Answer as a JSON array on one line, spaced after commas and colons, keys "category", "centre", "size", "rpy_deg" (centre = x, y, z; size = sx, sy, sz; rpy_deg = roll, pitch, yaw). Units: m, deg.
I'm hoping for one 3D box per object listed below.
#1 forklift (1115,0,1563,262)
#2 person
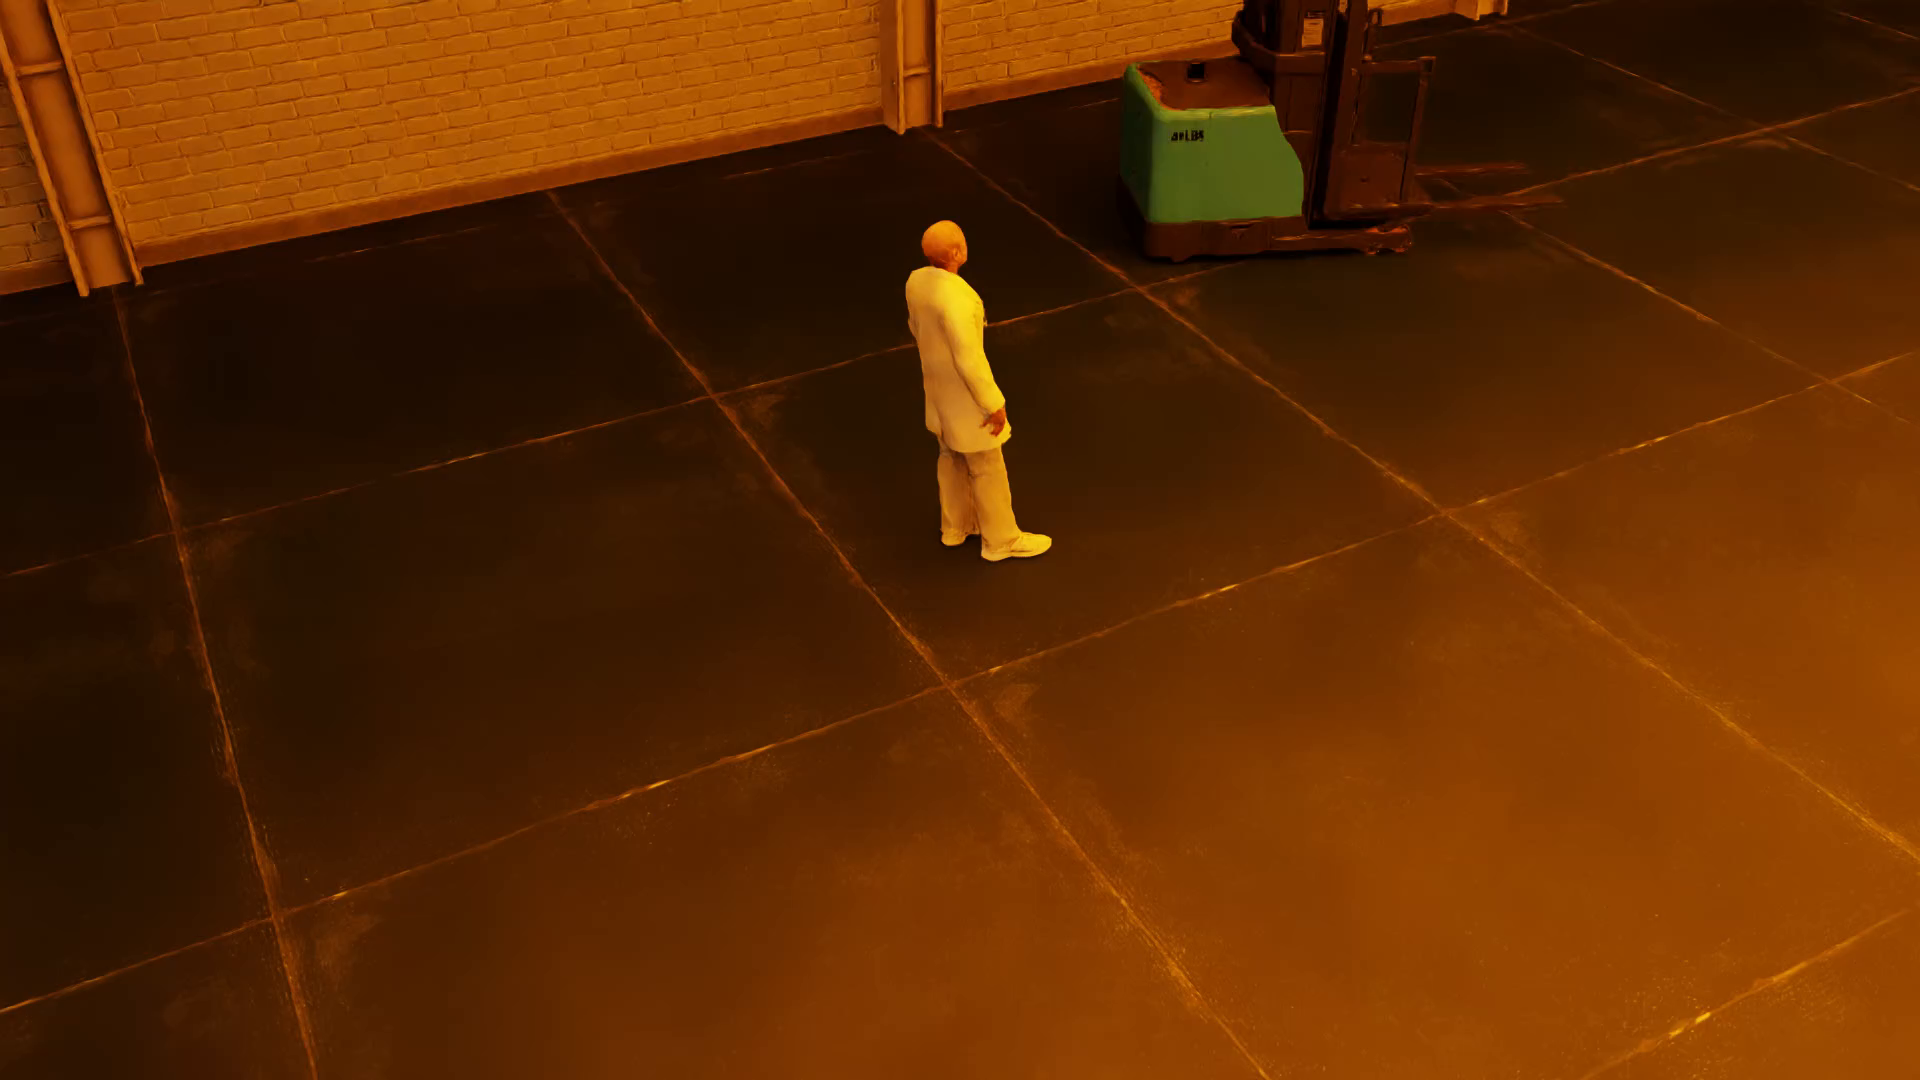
[{"category": "forklift", "centre": [2.679, -3.465, 11.025], "size": [3.031, 2.935, 1.130], "rpy_deg": [-5, 36, -7]}, {"category": "person", "centre": [0.082, -0.754, 8.177], "size": [0.579, 1.776, 0.694], "rpy_deg": [-17, 39, -23]}]
